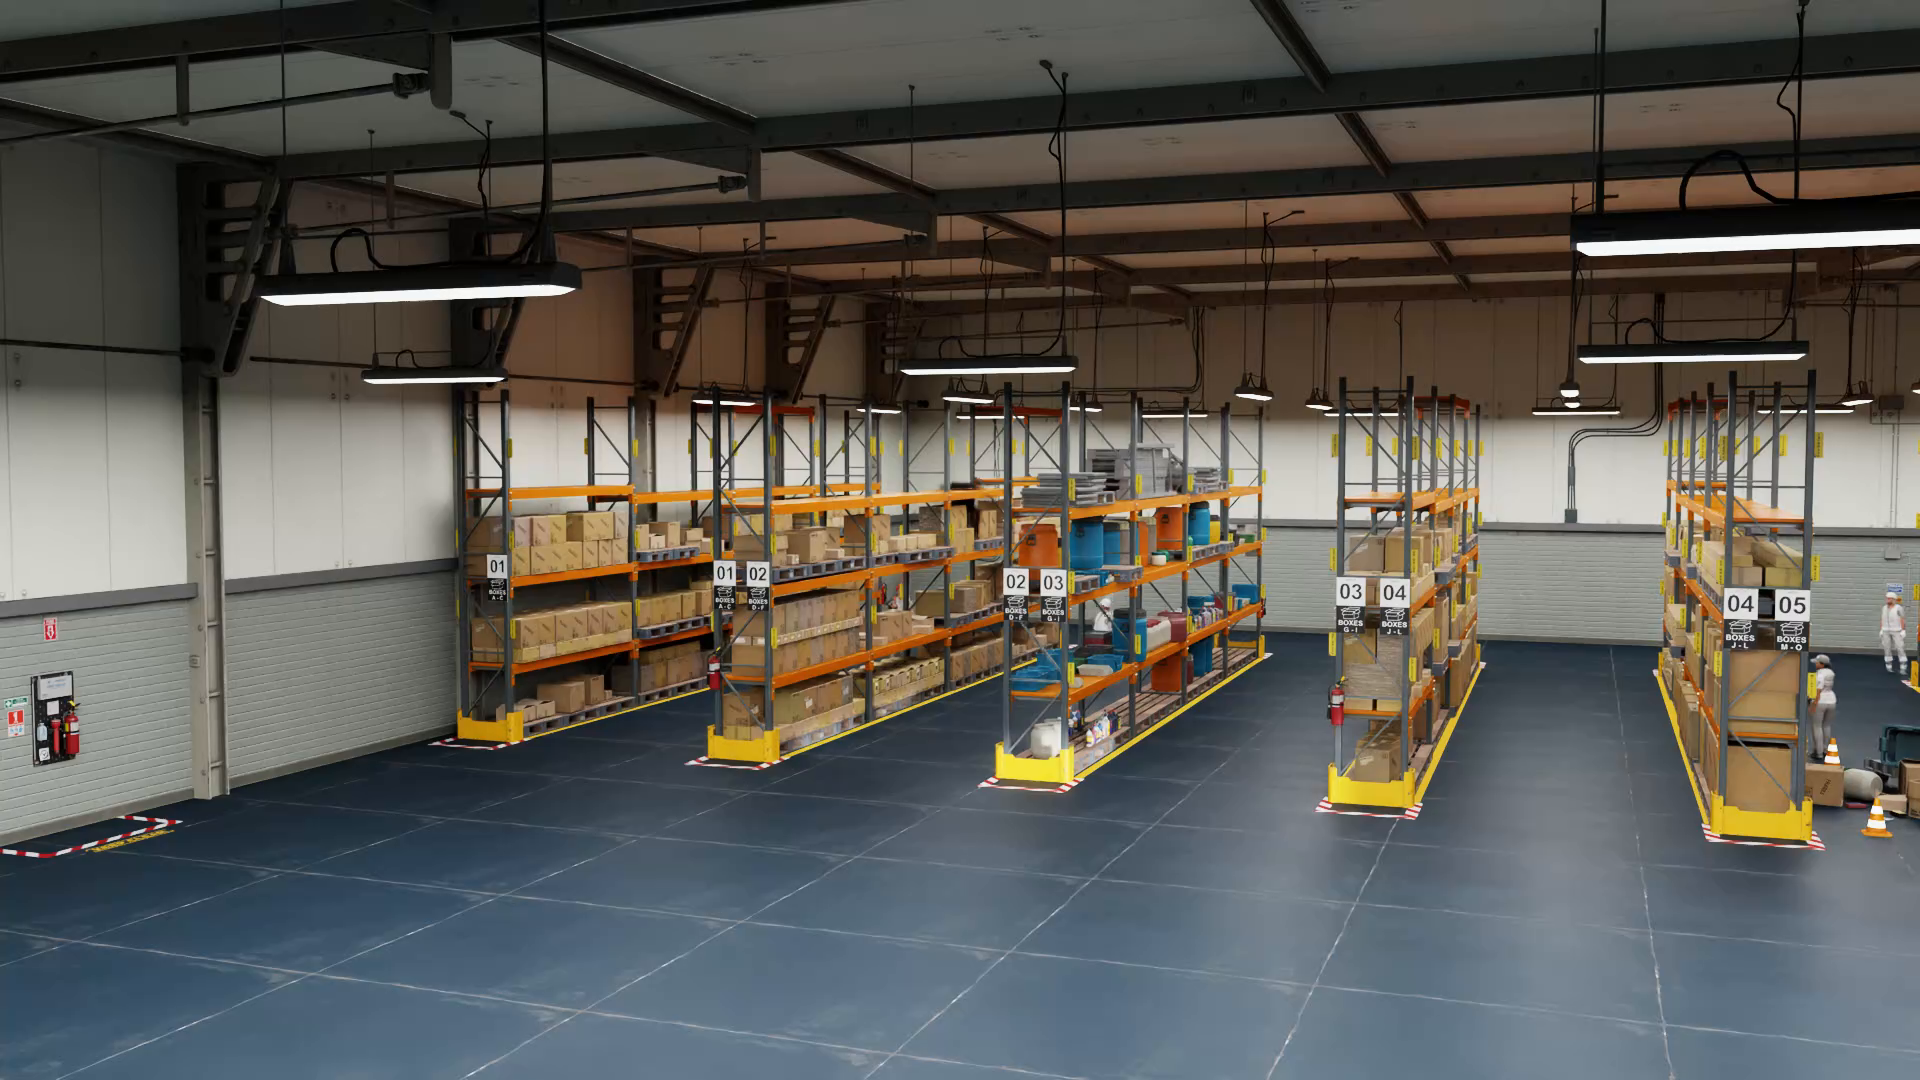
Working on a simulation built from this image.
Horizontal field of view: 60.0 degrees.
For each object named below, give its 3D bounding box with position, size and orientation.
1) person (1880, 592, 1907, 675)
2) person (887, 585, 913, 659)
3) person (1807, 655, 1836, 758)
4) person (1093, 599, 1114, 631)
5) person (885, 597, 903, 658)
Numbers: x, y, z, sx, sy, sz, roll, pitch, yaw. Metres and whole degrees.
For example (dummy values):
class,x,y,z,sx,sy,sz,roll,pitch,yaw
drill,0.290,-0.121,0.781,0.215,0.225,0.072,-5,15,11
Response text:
class,x,y,z,sx,sy,sz,roll,pitch,yaw
person,20.819,2.070,37.073,0.425,1.795,0.626,-3,4,-40
person,-1.393,1.925,38.913,0.641,1.720,1.053,1,3,19
person,14.003,2.684,27.116,0.509,1.651,0.559,-1,3,-18
person,2.980,2.147,35.384,0.617,1.803,0.638,3,4,40
person,-1.384,2.102,36.742,0.548,1.681,0.507,-2,4,-36
